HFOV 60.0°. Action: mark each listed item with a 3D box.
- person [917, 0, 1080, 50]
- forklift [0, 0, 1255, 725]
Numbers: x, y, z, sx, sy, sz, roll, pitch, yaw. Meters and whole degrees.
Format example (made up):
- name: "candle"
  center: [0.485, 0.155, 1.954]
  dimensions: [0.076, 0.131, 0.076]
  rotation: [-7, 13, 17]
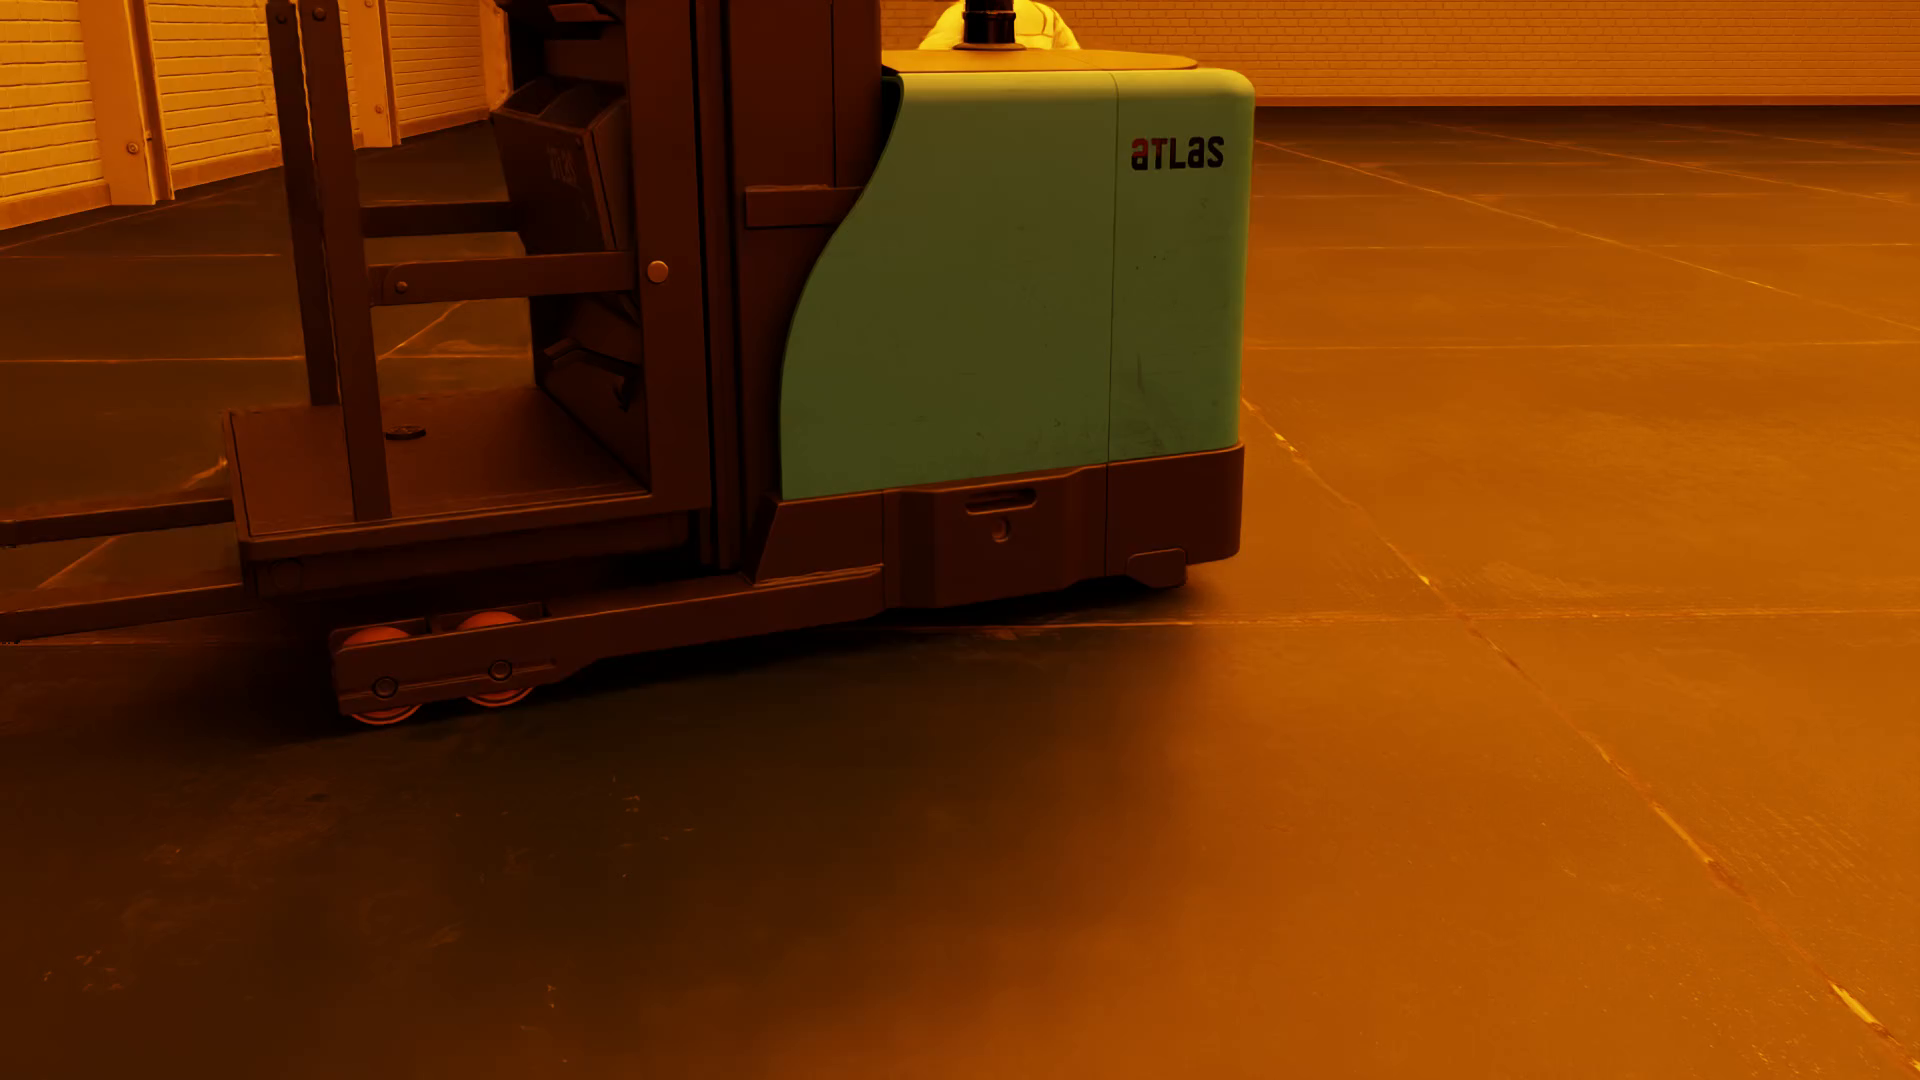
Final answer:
- name: "person"
  center: [0.168, -1.198, 5.368]
  dimensions: [0.893, 1.509, 0.523]
  rotation: [-6, 18, -18]
- name: "forklift"
  center: [-0.954, -1.258, 3.019]
  dimensions: [3.031, 2.935, 1.130]
  rotation: [-8, 19, -23]
